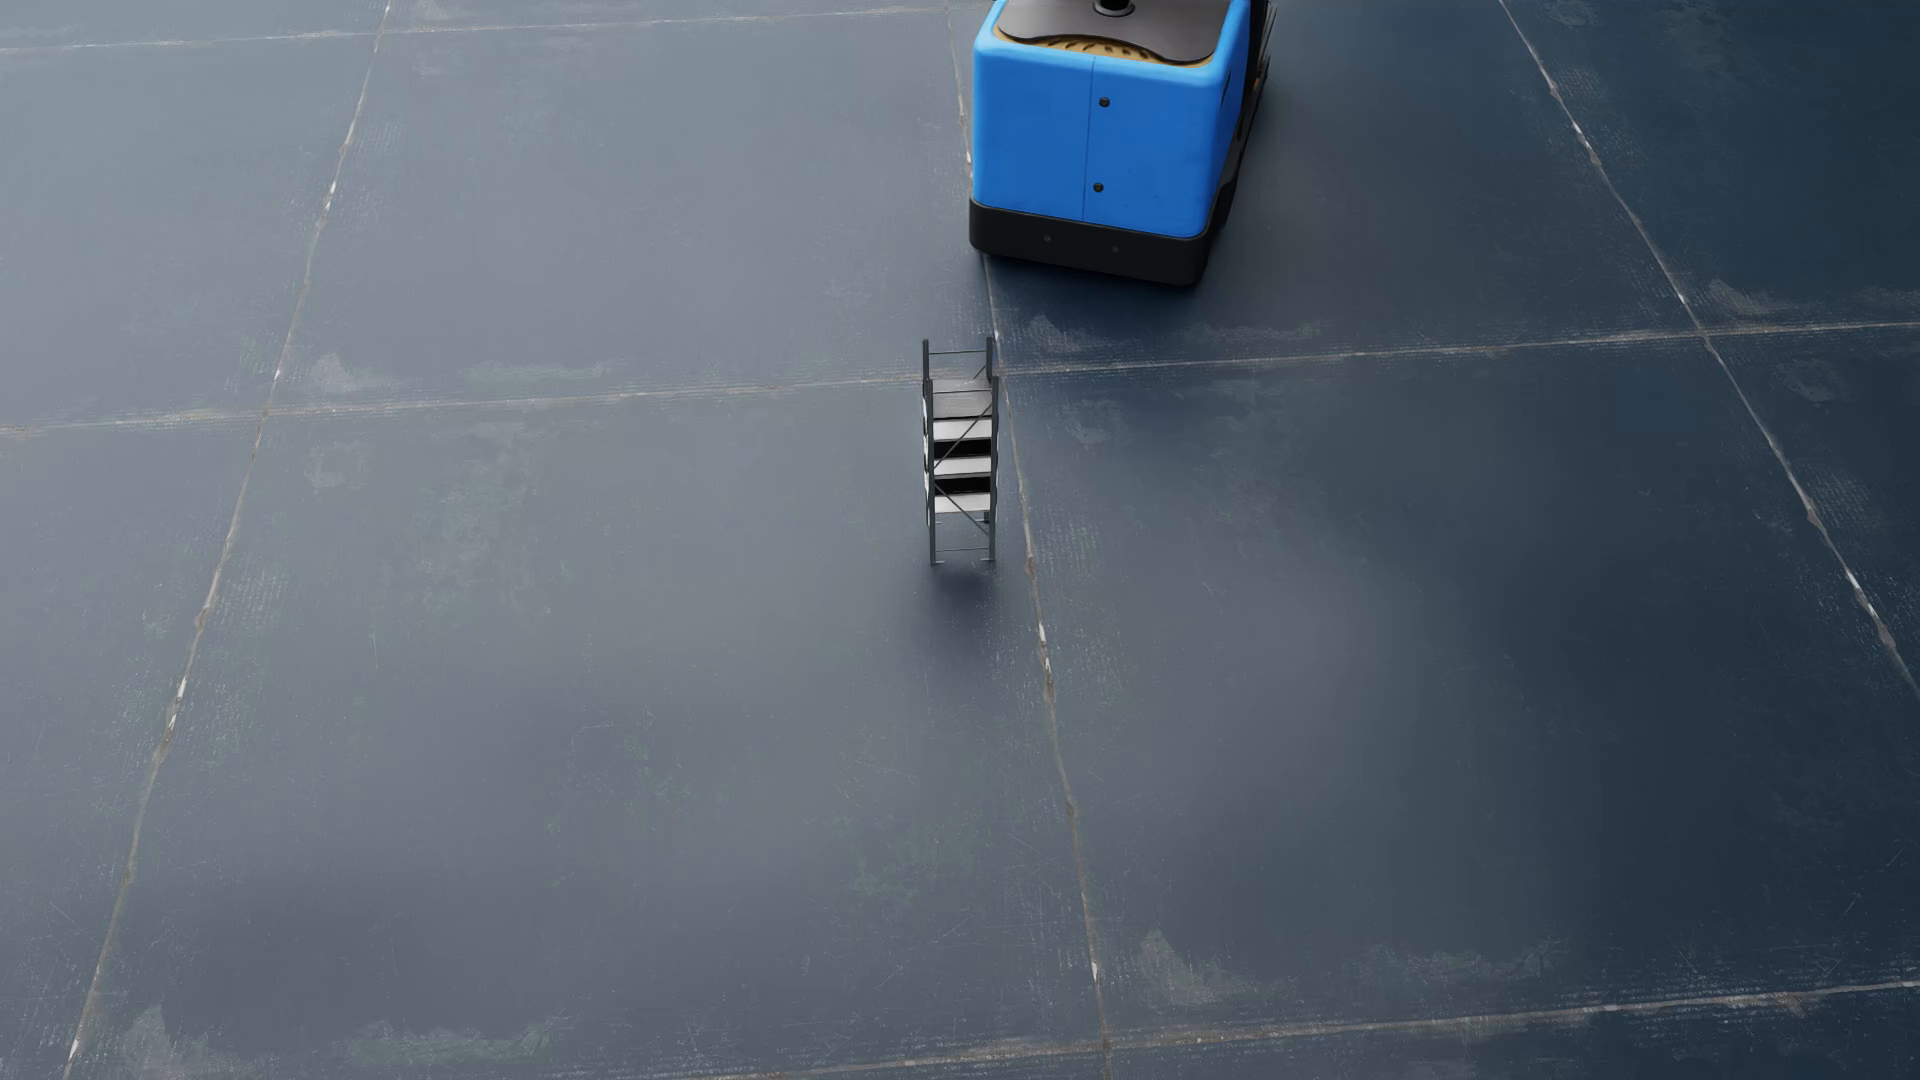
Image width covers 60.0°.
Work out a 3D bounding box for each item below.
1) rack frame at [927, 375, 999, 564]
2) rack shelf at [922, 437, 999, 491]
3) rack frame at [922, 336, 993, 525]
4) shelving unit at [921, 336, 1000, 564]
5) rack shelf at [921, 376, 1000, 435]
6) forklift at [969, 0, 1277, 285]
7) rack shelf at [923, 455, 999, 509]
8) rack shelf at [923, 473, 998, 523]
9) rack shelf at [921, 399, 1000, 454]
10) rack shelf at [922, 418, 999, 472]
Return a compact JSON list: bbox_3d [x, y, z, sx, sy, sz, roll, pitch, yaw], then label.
[{"bbox_3d":[0.009,-0.230,5.848,0.240,0.900,0.006,-3,47,-3],"label":"rack frame"},{"bbox_3d":[0.001,-0.281,5.942,0.258,0.077,0.200,-3,47,-3],"label":"rack shelf"},{"bbox_3d":[-0.008,-0.377,5.987,0.240,0.900,0.006,-3,47,-3],"label":"rack frame"},{"bbox_3d":[0.001,-0.304,5.918,0.258,0.900,0.210,-3,47,-3],"label":"shelving unit"},{"bbox_3d":[0.001,-0.466,5.746,0.258,0.077,0.200,-3,47,-3],"label":"rack shelf"},{"bbox_3d":[0.931,-3.203,7.265,1.130,2.935,3.031,12,48,11],"label":"forklift"},{"bbox_3d":[0.001,-0.219,6.007,0.258,0.077,0.200,-3,47,-3],"label":"rack shelf"},{"bbox_3d":[0.001,-0.157,6.073,0.258,0.077,0.200,-3,47,-3],"label":"rack shelf"},{"bbox_3d":[0.001,-0.404,5.811,0.258,0.077,0.200,-3,47,-3],"label":"rack shelf"},{"bbox_3d":[0.001,-0.343,5.877,0.258,0.077,0.200,-3,47,-3],"label":"rack shelf"}]
